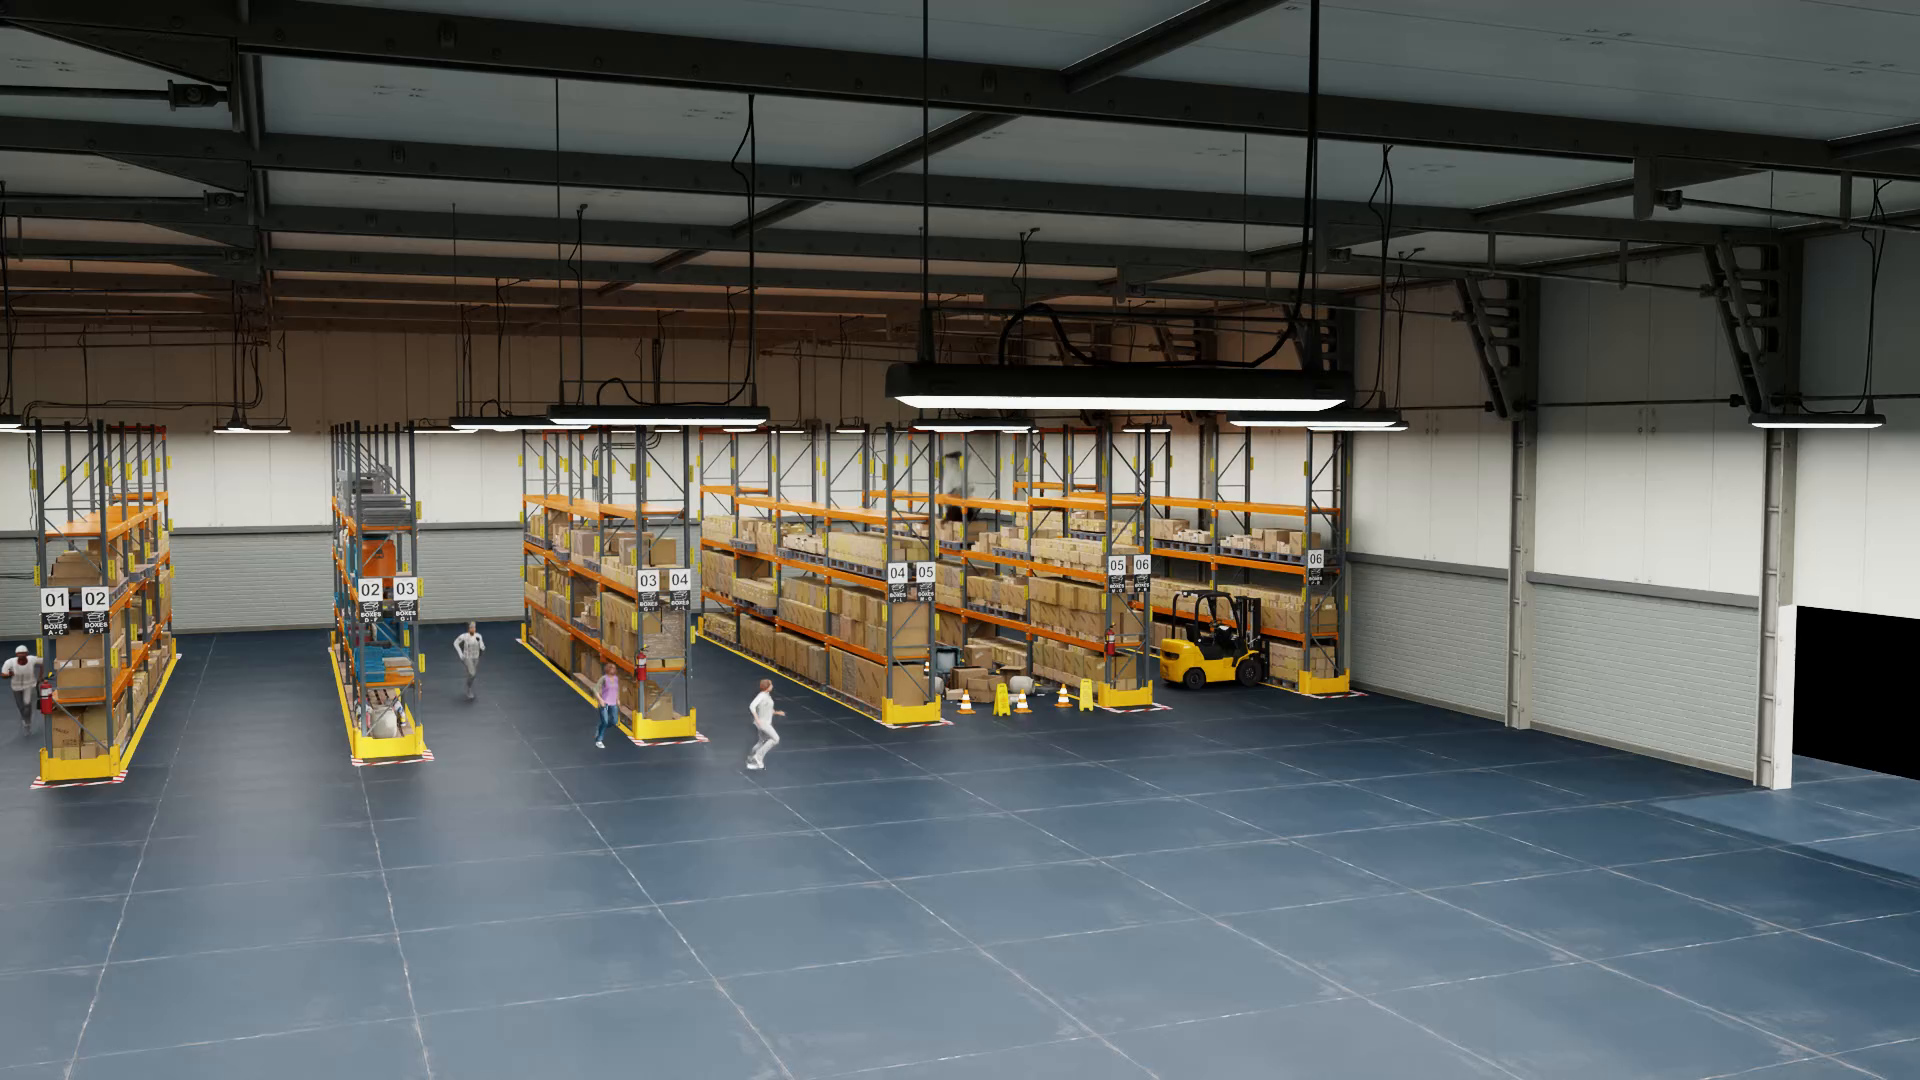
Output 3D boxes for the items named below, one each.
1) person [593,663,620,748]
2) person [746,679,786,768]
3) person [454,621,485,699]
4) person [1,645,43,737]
[{"bbox_3d":[-6.513,3.043,30.753,0.591,1.544,0.492,-3,5,-44],"label":"person"},{"bbox_3d":[-3.331,3.147,28.475,0.689,1.554,0.509,0,4,0],"label":"person"},{"bbox_3d":[-10.681,2.625,36.351,0.612,1.725,0.758,-3,5,-39],"label":"person"},{"bbox_3d":[-17.964,2.871,31.907,0.688,1.762,0.949,-1,4,-20],"label":"person"}]
